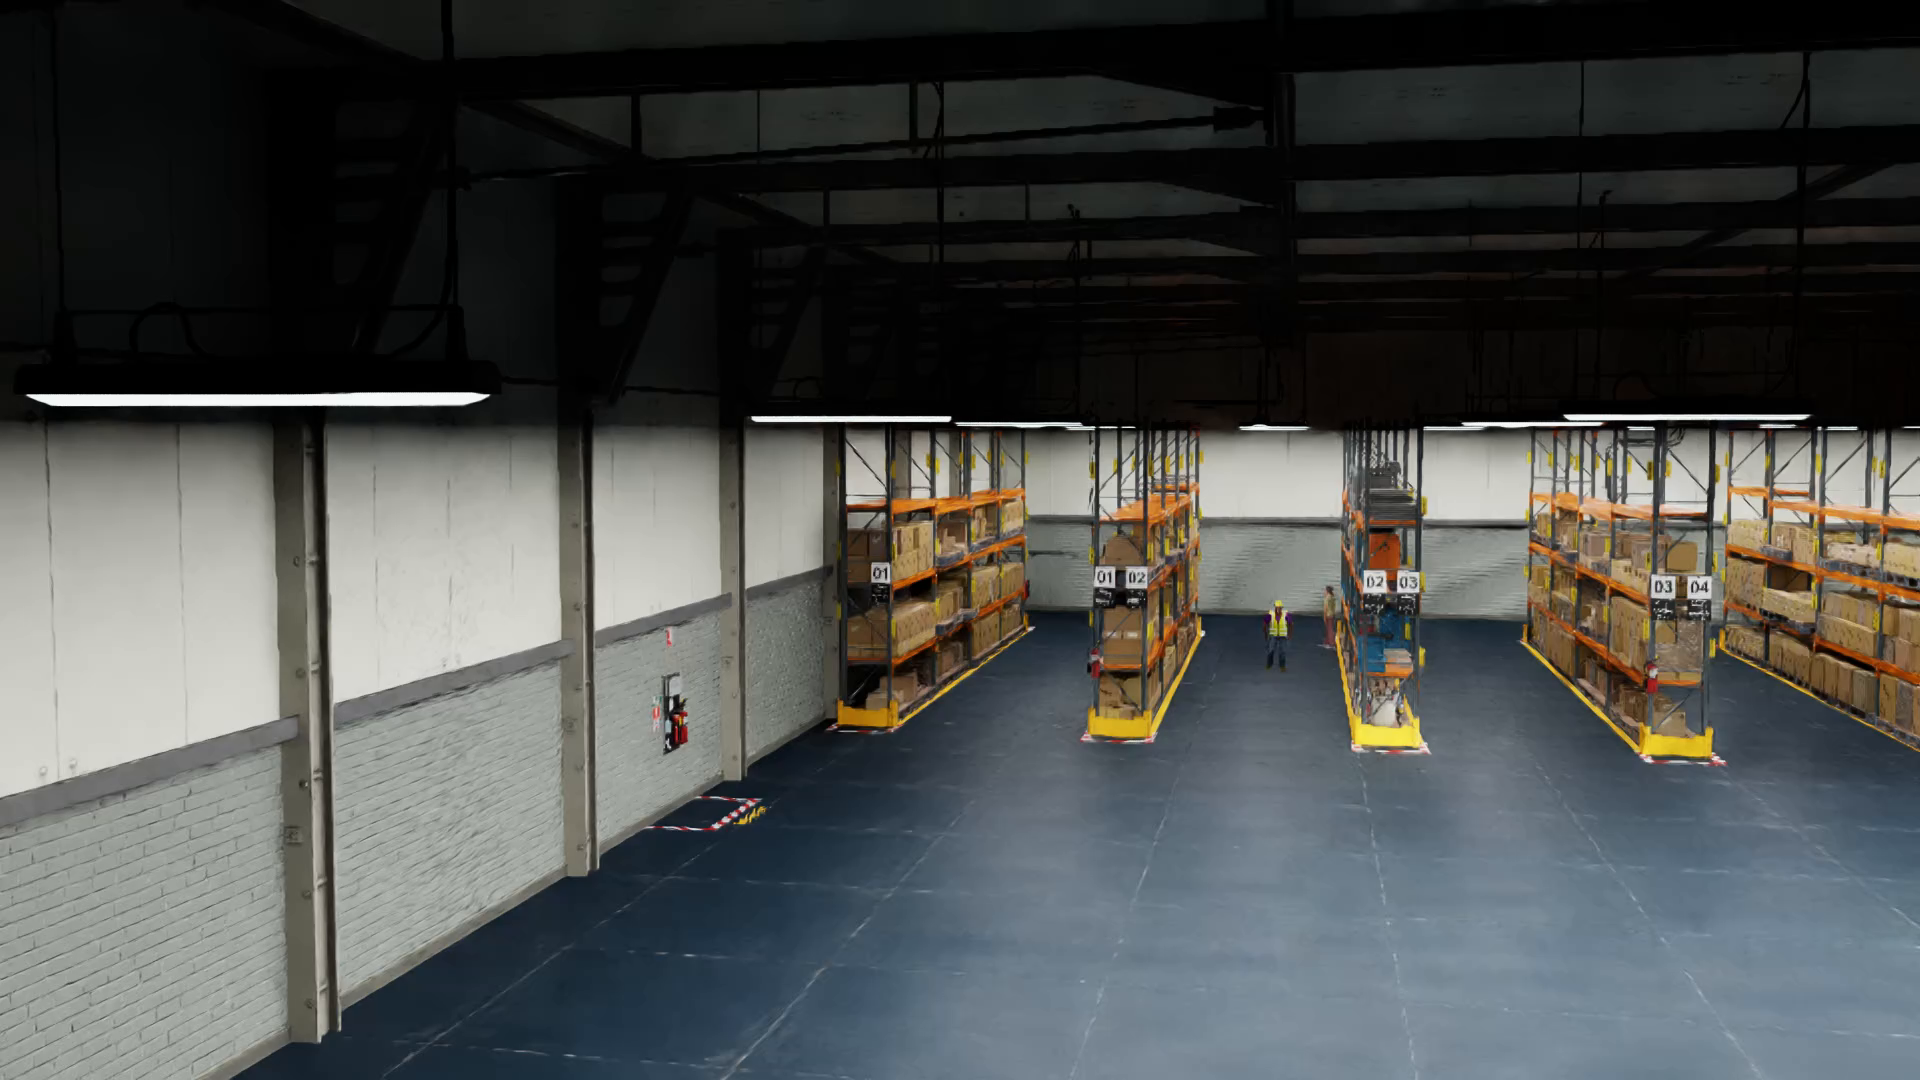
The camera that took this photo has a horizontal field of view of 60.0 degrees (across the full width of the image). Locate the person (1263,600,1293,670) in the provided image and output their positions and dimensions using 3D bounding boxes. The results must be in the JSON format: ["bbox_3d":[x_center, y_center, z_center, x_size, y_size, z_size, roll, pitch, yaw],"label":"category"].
[{"bbox_3d":[7.627,2.284,39.924,0.719,1.714,0.578,1,4,10],"label":"person"}]

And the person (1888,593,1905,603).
[{"bbox_3d":[25.902,1.908,45.879,0.453,1.659,0.631,-1,4,-16],"label":"person"}]

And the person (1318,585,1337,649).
[{"bbox_3d":[9.721,2.022,43.949,0.575,1.665,0.572,2,4,32],"label":"person"}]

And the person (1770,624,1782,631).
[{"bbox_3d":[23.050,1.875,47.141,0.550,1.579,0.464,-1,4,-20],"label":"person"}]
